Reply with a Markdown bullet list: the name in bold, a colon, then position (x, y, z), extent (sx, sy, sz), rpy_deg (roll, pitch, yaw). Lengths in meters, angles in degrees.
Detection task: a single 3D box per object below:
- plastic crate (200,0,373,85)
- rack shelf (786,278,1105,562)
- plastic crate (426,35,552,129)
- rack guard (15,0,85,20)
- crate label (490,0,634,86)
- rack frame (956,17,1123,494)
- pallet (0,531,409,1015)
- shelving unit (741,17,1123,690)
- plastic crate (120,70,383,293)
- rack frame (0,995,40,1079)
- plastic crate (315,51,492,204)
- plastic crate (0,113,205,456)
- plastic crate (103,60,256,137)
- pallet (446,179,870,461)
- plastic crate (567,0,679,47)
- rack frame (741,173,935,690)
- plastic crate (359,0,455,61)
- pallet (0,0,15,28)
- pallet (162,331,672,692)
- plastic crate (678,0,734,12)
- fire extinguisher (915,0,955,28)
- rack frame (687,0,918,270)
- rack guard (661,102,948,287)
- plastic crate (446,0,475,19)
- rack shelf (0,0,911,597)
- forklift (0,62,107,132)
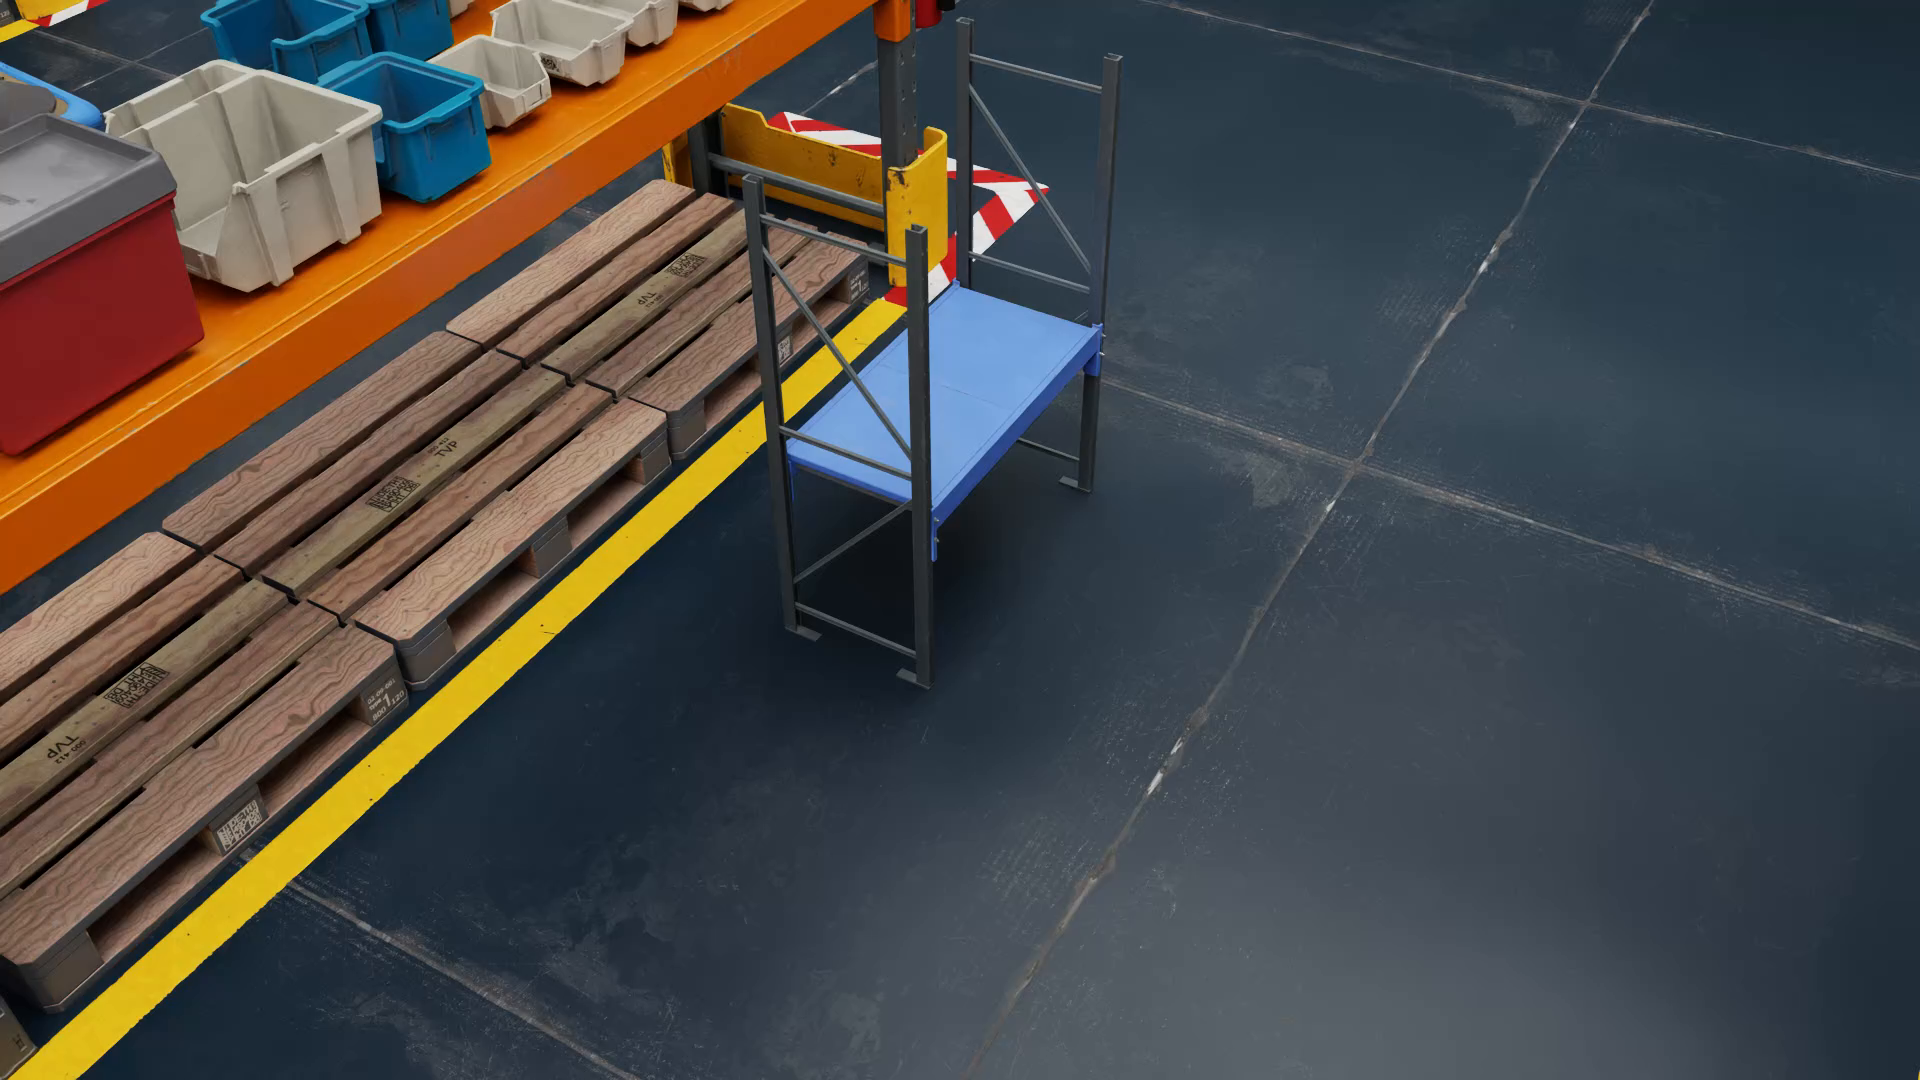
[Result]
- **plastic crate**: position (-1.835, -1.350, 4.595), extent (0.416, 0.233, 0.300), rpy_deg (21, 45, 22)
- **rack shelf**: position (-0.043, -0.379, 4.818), extent (0.538, 0.185, 1.000), rpy_deg (21, 45, 22)
- **plastic crate**: position (-1.276, -1.241, 4.544), extent (0.298, 0.136, 0.250), rpy_deg (21, 45, 22)
- **rack guard**: position (-4.942, -3.007, 8.286), extent (1.175, 0.500, 0.348), rpy_deg (21, 45, 22)
- **crate label**: position (-1.144, -1.417, 4.743), extent (0.396, 0.136, 0.243), rpy_deg (21, 45, 22)
- **rack frame**: position (0.212, -0.805, 5.029), extent (0.500, 1.500, 0.032), rpy_deg (21, 45, 22)
- **pallet**: position (-2.284, 0.554, 4.462), extent (1.003, 0.211, 1.213), rpy_deg (21, 45, 22)
- **shelving unit**: position (-0.043, -0.514, 4.699), extent (0.538, 1.500, 1.048), rpy_deg (21, 45, 22)
- **plastic crate**: position (-1.695, -0.850, 3.990), extent (0.437, 0.282, 0.530), rpy_deg (21, 45, 22)
- **rack frame**: position (-2.619, -0.059, 3.048), extent (1.000, 3.000, 0.127), rpy_deg (21, 45, 22)
- **plastic crate**: position (-1.423, -1.048, 4.252), extent (0.416, 0.233, 0.300), rpy_deg (21, 45, 22)
- **plastic crate**: position (-1.955, -0.534, 3.493), extent (0.402, 0.464, 0.583), rpy_deg (21, 45, 22)
- **plastic crate**: position (-2.007, -1.079, 4.359), extent (0.293, 0.136, 0.466), rpy_deg (21, 45, 22)
- **pallet**: position (-1.063, -0.843, 6.047), extent (1.003, 0.211, 1.213), rpy_deg (21, 45, 22)
- **plastic crate**: position (-1.026, -1.584, 4.933), extent (0.396, 0.136, 0.243), rpy_deg (21, 45, 22)
- **rack frame**: position (-0.297, -0.223, 4.369), extent (0.500, 1.500, 0.032), rpy_deg (21, 45, 22)
- **plastic crate**: position (-1.684, -1.522, 4.790), extent (0.416, 0.233, 0.300), rpy_deg (21, 45, 22)
- **pallet**: position (-5.340, -2.442, 7.863), extent (1.003, 0.211, 1.213), rpy_deg (21, 45, 22)
- **pallet**: position (-1.675, -0.147, 5.257), extent (1.003, 0.211, 1.213), rpy_deg (21, 45, 22)
- **plastic crate**: position (-0.868, -1.745, 5.116), extent (0.396, 0.136, 0.243), rpy_deg (21, 45, 22)
- **fire extinguisher**: position (-0.148, -2.115, 5.723), extent (0.296, 0.674, 0.183), rpy_deg (21, 45, 22)
- **rack frame**: position (-0.617, -2.348, 5.647), extent (1.000, 3.000, 0.127), rpy_deg (21, 45, 22)
- **rack guard**: position (-0.616, -1.428, 6.493), extent (1.175, 0.500, 0.348), rpy_deg (21, 45, 22)
- **plastic crate**: position (-1.597, -1.695, 5.059), extent (0.250, 0.136, 0.298), rpy_deg (21, 45, 22)
- **rack shelf**: position (-1.618, -0.934, 4.585), extent (1.077, 0.370, 4.000), rpy_deg (21, 45, 22)
- **forklift**: position (-3.921, -1.031, 4.203), extent (1.130, 2.935, 3.031), rpy_deg (25, 47, 26)
